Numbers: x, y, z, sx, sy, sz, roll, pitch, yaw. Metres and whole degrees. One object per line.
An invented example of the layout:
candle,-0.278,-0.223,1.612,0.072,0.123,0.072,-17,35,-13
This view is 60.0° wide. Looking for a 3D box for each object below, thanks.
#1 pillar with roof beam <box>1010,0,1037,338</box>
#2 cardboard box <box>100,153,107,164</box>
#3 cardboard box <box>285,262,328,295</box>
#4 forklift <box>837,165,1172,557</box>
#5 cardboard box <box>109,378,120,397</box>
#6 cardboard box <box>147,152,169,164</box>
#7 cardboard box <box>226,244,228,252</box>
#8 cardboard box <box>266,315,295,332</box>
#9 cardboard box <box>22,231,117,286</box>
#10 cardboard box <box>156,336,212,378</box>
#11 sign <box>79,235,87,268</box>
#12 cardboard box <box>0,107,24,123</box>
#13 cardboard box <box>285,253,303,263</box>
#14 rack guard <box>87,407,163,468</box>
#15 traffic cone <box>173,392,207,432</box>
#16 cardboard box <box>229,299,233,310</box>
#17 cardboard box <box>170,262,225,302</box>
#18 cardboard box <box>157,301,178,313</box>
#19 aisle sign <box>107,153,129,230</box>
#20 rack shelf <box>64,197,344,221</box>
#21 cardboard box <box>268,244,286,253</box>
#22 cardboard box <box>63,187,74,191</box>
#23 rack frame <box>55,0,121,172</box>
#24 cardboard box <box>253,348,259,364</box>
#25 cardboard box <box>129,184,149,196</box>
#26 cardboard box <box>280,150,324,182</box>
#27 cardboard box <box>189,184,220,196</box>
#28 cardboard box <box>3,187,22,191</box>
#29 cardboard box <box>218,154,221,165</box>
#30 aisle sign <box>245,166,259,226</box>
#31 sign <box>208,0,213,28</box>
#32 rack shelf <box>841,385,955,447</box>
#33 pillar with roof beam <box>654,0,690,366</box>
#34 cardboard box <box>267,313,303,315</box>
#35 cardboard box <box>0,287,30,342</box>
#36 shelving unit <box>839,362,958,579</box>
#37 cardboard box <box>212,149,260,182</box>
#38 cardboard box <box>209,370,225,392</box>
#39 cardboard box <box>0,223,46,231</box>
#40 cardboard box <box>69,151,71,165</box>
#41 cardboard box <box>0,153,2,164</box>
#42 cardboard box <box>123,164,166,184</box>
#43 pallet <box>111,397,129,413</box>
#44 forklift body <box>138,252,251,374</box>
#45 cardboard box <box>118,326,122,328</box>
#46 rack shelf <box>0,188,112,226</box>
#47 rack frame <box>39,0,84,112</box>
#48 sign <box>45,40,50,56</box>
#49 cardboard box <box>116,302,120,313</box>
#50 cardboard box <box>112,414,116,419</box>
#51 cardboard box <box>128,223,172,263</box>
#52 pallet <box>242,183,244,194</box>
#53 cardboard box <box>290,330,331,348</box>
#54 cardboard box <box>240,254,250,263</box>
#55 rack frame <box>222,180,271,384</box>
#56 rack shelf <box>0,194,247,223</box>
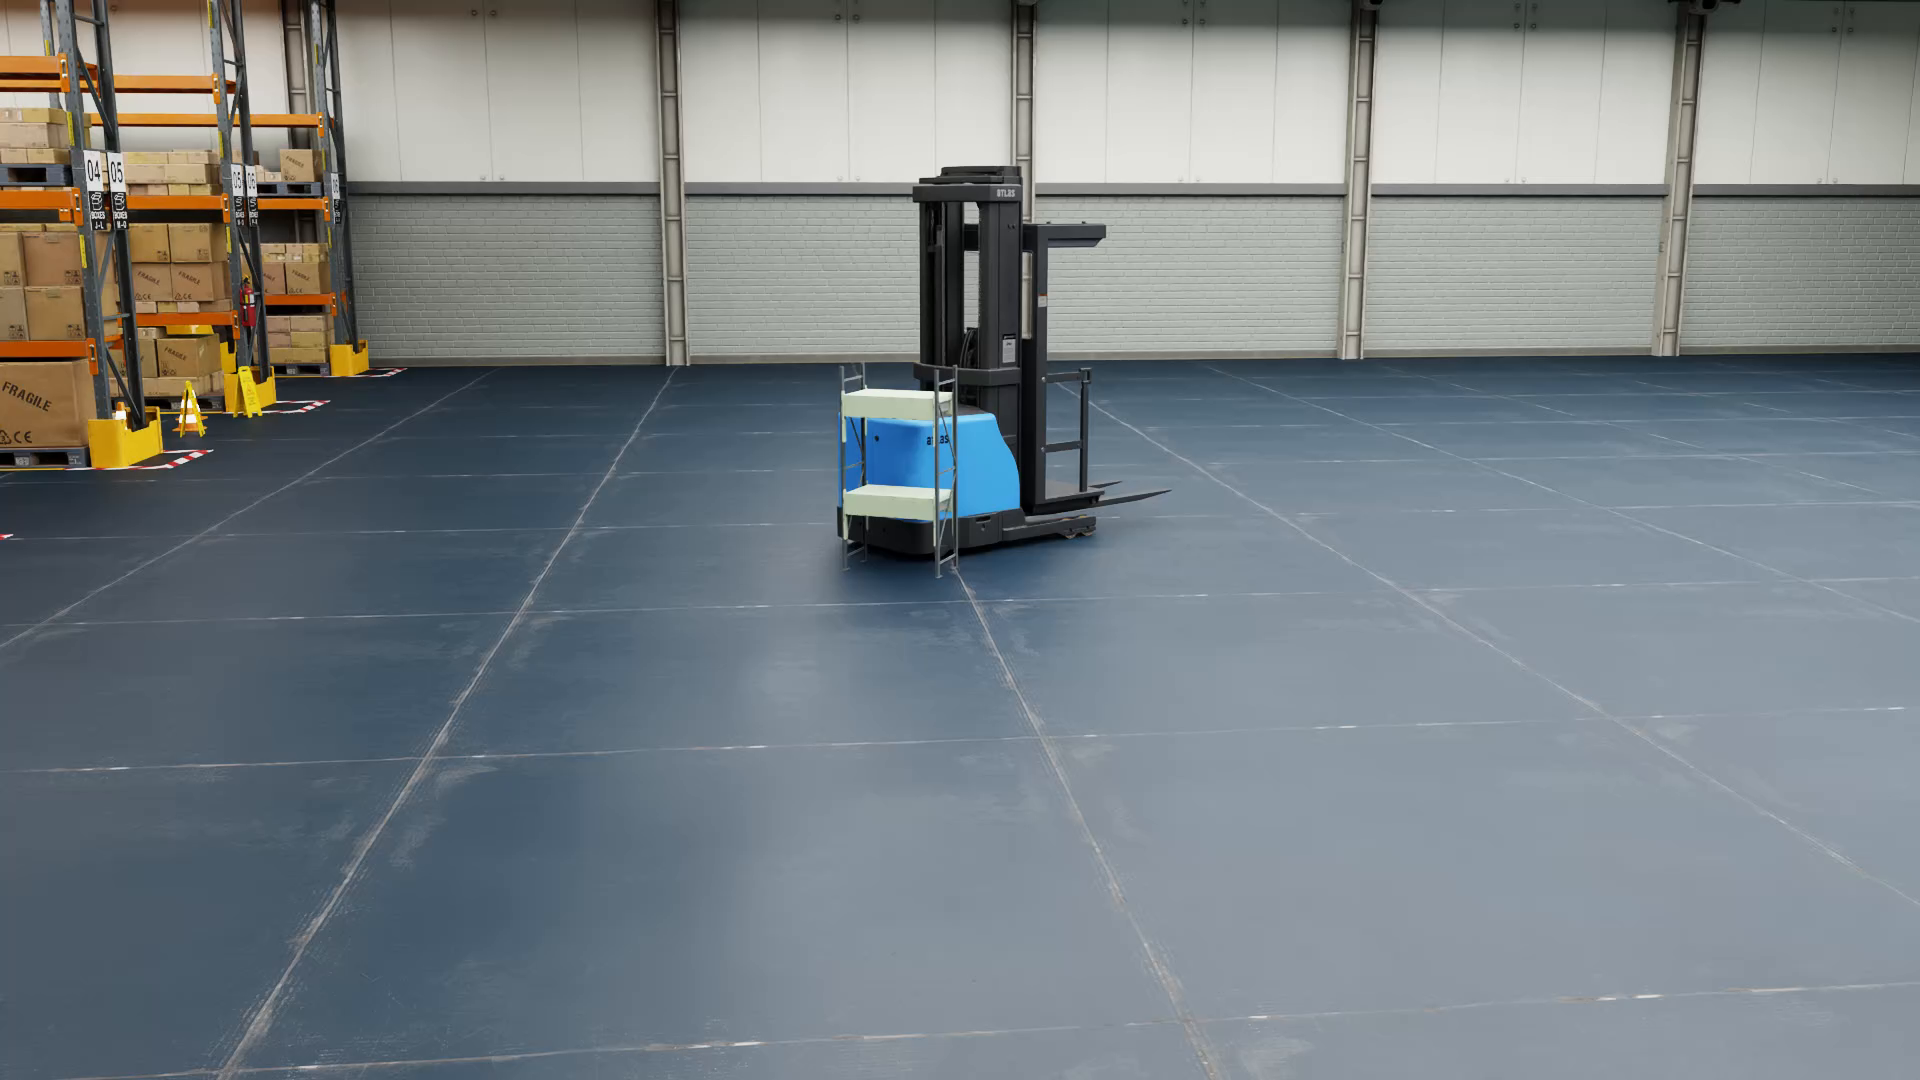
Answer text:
pillar with roof beam,1.550,-6.751,24.378,0.548,9.000,9.100,-1,11,-6
cardboard box,-11.096,-4.942,21.539,0.250,0.149,0.380,-2,11,-8
cardboard box,-10.516,-4.213,26.761,0.500,0.500,0.500,-1,11,-7
forklift,0.479,-1.517,13.487,3.031,2.935,1.130,-9,14,-40
cardboard box,-11.325,-2.040,22.006,0.500,0.250,0.500,-2,11,-8
cardboard box,-10.332,-4.942,21.537,0.250,0.149,0.380,-1,11,-7
cardboard box,-11.646,-4.644,26.502,0.250,0.149,0.380,-1,11,-5
cardboard box,-10.986,-3.491,26.795,0.500,0.250,0.500,-1,11,-5
cardboard box,-9.253,-2.928,17.300,0.550,0.550,0.875,-1,11,-6
cardboard box,-10.283,-2.431,22.051,0.500,0.500,0.500,-1,11,-6
sign,-8.835,-2.905,16.755,0.005,0.325,0.100,-1,11,-6
cardboard box,-9.427,-4.243,16.636,0.250,0.149,0.380,-1,11,-6
cardboard box,-10.620,-4.520,26.641,0.250,0.149,0.380,-1,11,-5
rack guard,-8.856,-1.099,17.664,0.348,0.500,1.175,-1,11,-6
traffic cone,-9.345,-1.566,20.132,0.334,0.463,0.336,-1,11,-6
cardboard box,-9.875,-3.182,22.428,0.250,0.149,0.380,-1,11,-6
cardboard box,-10.025,-3.403,21.873,0.500,0.500,0.500,-1,11,-7
cardboard box,-10.361,-3.073,21.872,0.250,0.149,0.380,-1,11,-7
aisle sign,-8.842,-3.660,17.469,0.004,0.787,0.394,-1,11,-6
rack shelf,-12.043,-5.301,26.648,4.000,0.370,1.077,-1,11,-6
cardboard box,-10.887,-4.668,26.624,0.250,0.149,0.380,-1,11,-5
cardboard box,-11.362,-4.519,21.456,0.250,0.149,0.380,-1,11,-7
rack frame,-8.880,-5.269,16.841,0.127,3.000,1.000,-1,11,-6
cardboard box,-11.481,-2.994,26.858,0.500,0.250,0.500,-1,11,-5
cardboard box,-10.610,-4.557,21.647,0.250,0.149,0.380,-1,11,-6
cardboard box,-10.468,-5.944,26.446,0.500,0.500,0.500,-1,11,-4
cardboard box,-9.839,-4.560,21.662,0.250,0.149,0.380,-1,11,-6
cardboard box,-12.134,-4.519,21.455,0.250,0.149,0.380,-2,11,-8
cardboard box,-9.890,-5.044,22.057,0.250,0.149,0.380,-1,11,-6
aisle sign,-9.487,-4.609,22.296,0.004,0.787,0.394,-1,11,-6
sign,-9.475,-6.645,21.010,0.005,0.325,0.100,-1,11,-6
rack shelf,-0.441,-0.901,12.030,0.720,0.370,0.431,4,12,21
pillar with roof beam,-4.414,-6.626,23.742,0.548,9.000,9.100,-1,11,-6
cardboard box,-11.049,-3.587,27.285,0.500,0.250,0.500,-1,11,-6
cardboard box,-9.788,-2.367,17.242,0.550,0.550,0.875,-1,11,-6
shelving unit,-0.440,-0.518,12.107,0.755,1.500,0.431,4,12,21
cardboard box,-11.497,-5.942,26.435,0.500,0.500,0.700,-1,11,-6
cardboard box,-10.347,-2.166,22.647,0.500,0.250,0.500,-1,11,-7
cardboard box,-12.018,-3.854,21.574,0.500,0.500,0.700,-1,11,-7
cardboard box,-9.255,-3.983,17.381,0.250,0.149,0.380,-1,11,-6
cardboard box,-9.680,-3.846,16.685,0.250,0.149,0.380,-1,11,-5
cardboard box,-10.496,-4.747,21.578,0.500,0.250,0.500,-1,11,-7
pallet,-11.612,-1.868,22.321,1.213,0.211,1.003,-1,11,-6
forklift body,-11.743,-3.418,25.181,1.214,2.155,2.313,-1,11,-6
cardboard box,-11.153,-2.719,21.834,0.250,0.149,0.380,-1,11,-4
rack shelf,-10.868,-3.402,16.988,4.000,0.370,1.077,-1,11,-6
rack frame,-14.031,-7.085,26.077,0.127,3.000,1.000,-1,11,-6
sign,-13.961,-7.478,25.451,0.005,0.325,0.100,-1,11,-6
cardboard box,-11.128,-3.060,21.810,0.250,0.149,0.380,-1,11,-7
cardboard box,-10.599,-1.459,20.404,0.250,0.149,0.380,5,12,23
cardboard box,-10.503,-3.896,21.790,0.500,0.500,0.700,-1,11,-6
pallet,-11.976,-5.617,26.617,1.213,0.211,1.003,-1,11,-6
cardboard box,-10.505,-3.256,26.899,0.500,0.250,0.500,-1,11,-7
cardboard box,-11.393,-4.508,26.584,0.250,0.149,0.380,-2,11,-8
rack frame,-9.515,-3.272,22.238,0.127,3.000,1.000,-1,11,-6
rack shelf,-11.503,-4.350,21.806,4.000,0.370,1.077,-1,11,-6
